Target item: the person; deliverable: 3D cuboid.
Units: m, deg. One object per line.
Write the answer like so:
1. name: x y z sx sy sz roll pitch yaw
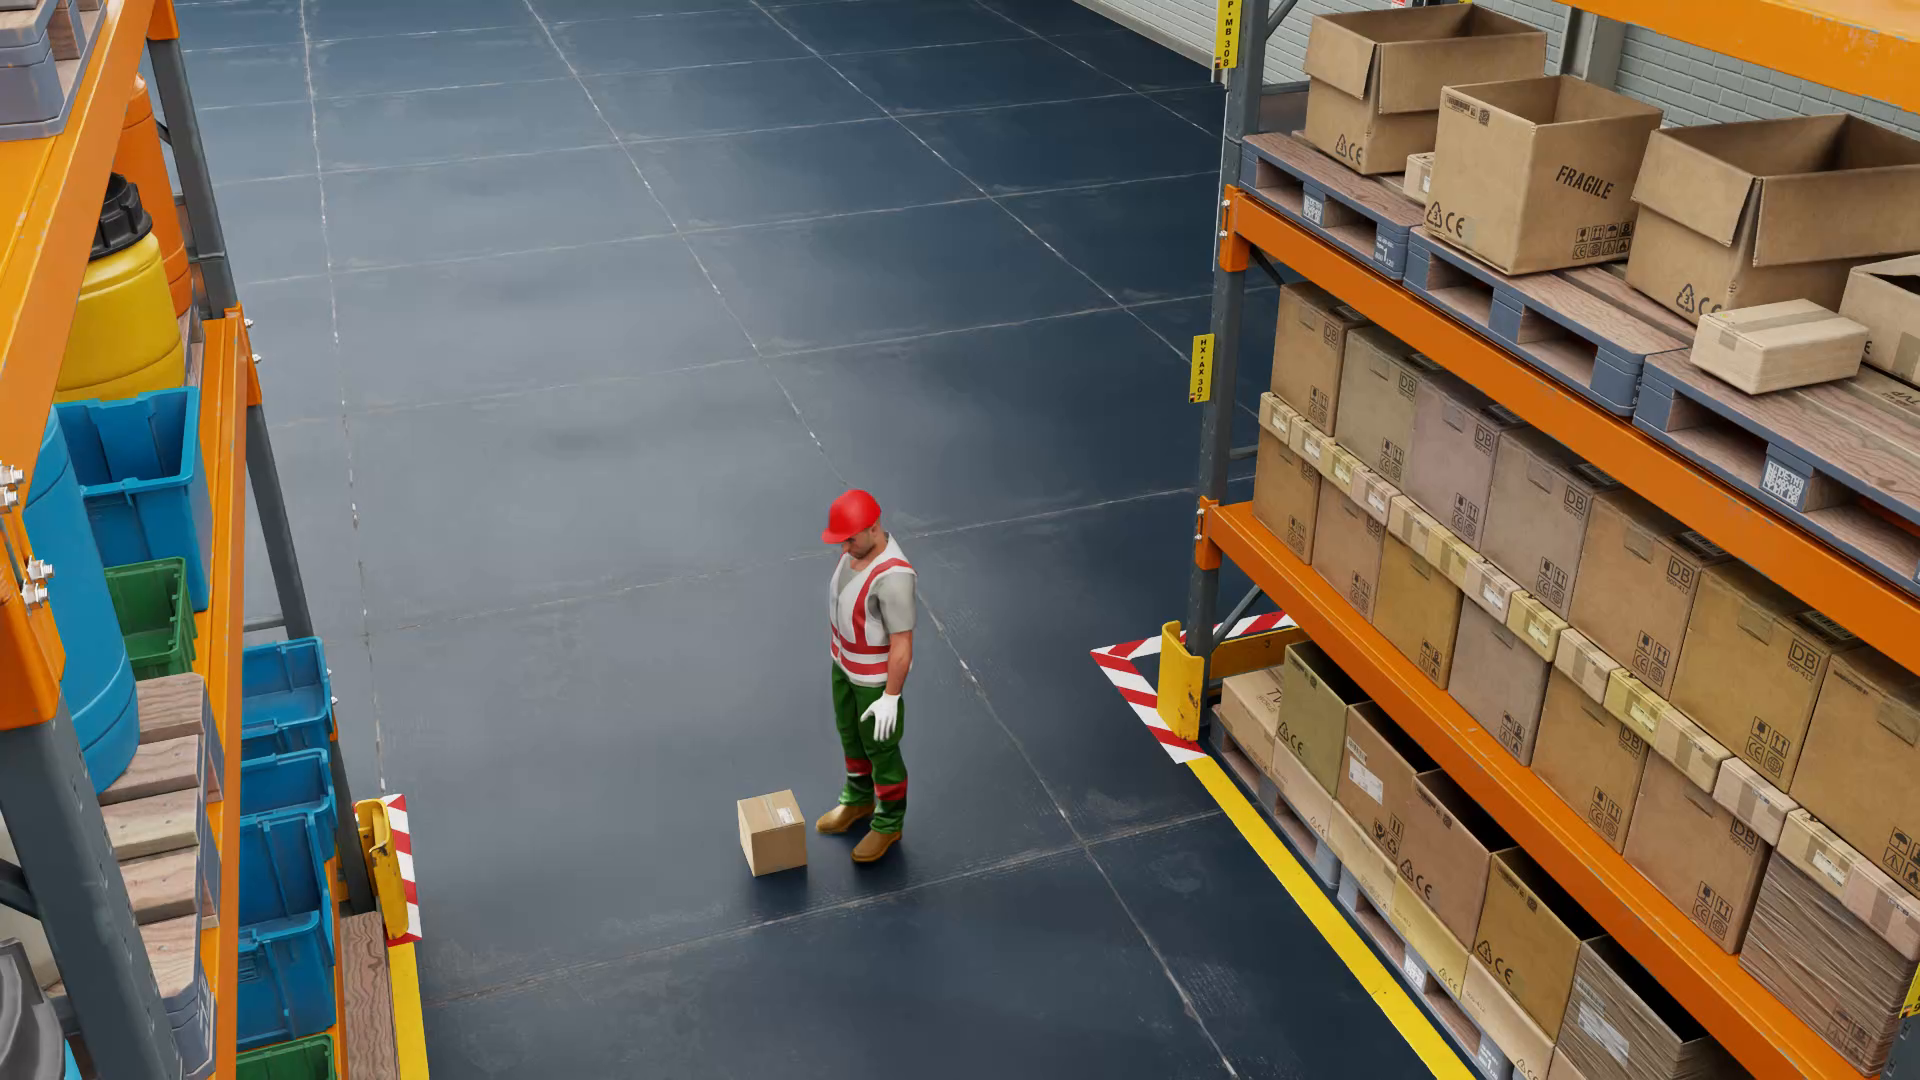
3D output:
1. person: -0.413 0.596 7.260 0.402 1.816 0.688 -16 33 -25
